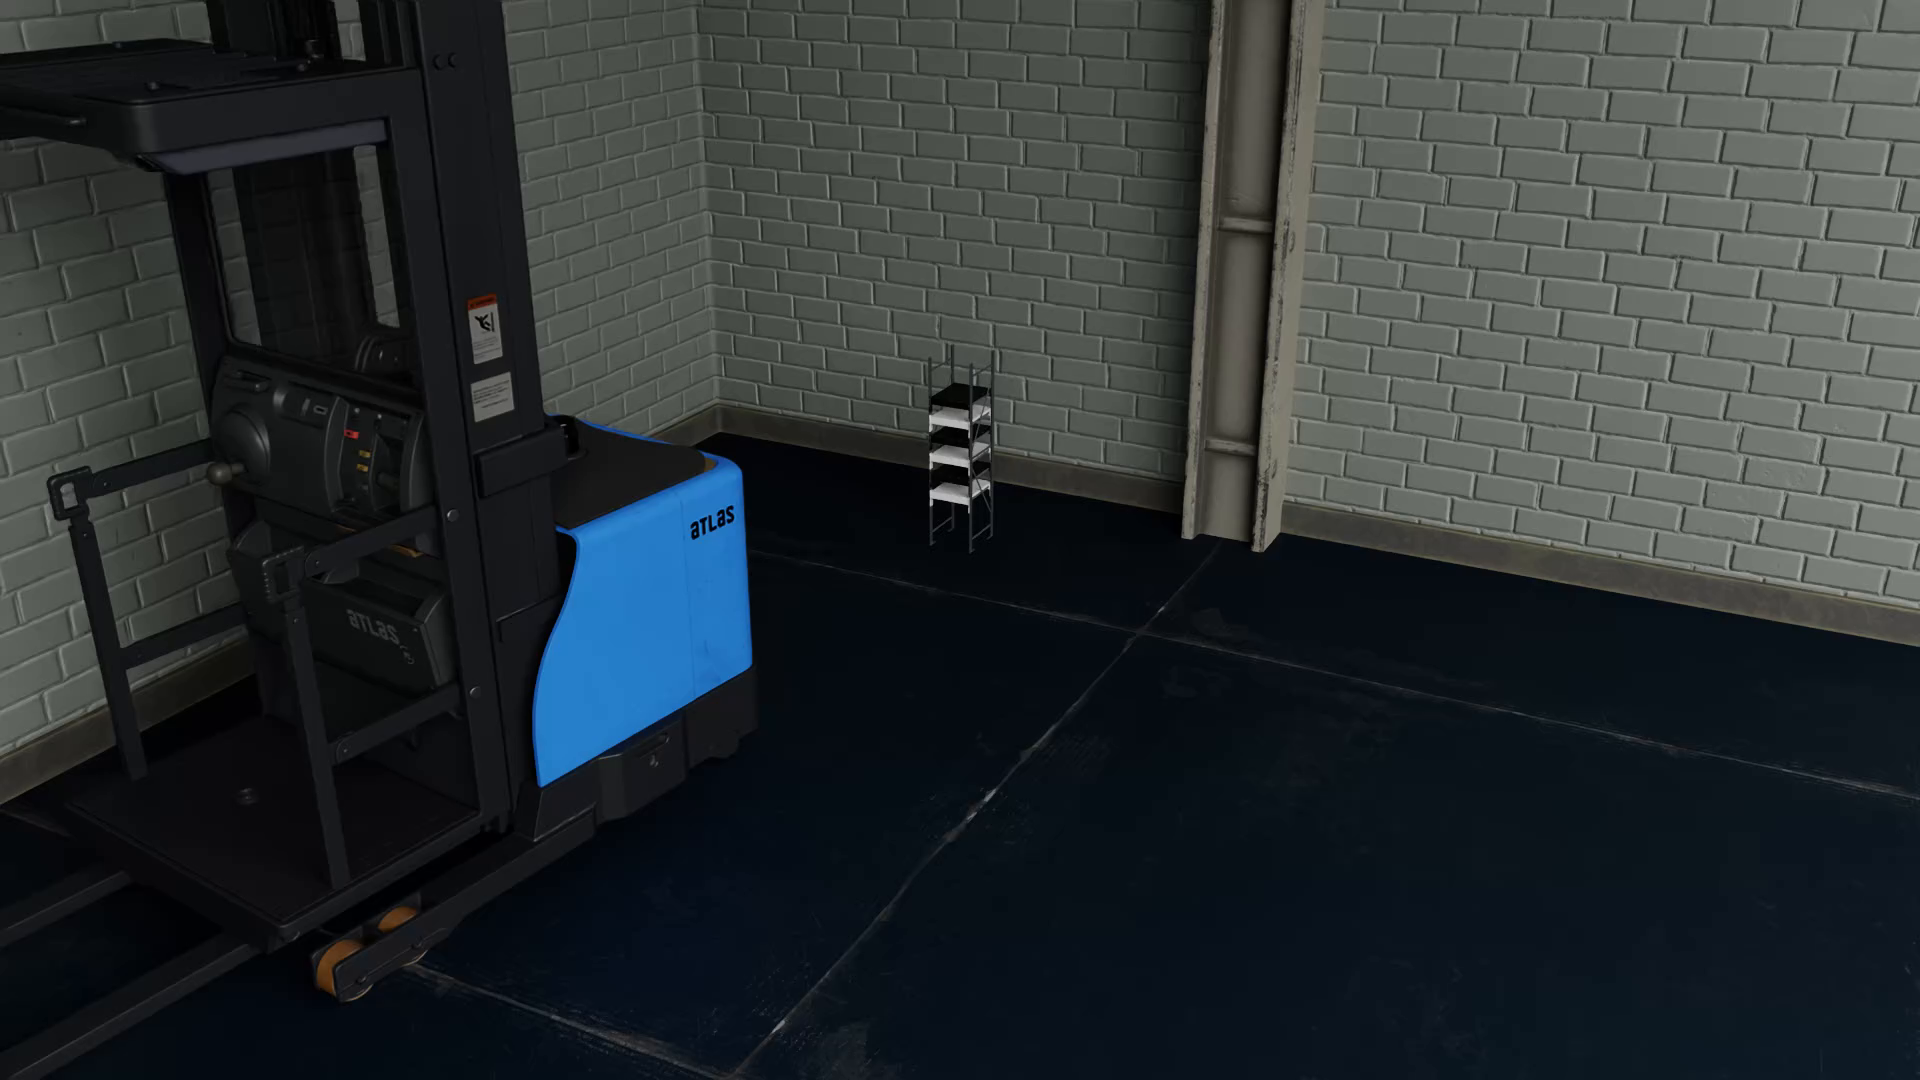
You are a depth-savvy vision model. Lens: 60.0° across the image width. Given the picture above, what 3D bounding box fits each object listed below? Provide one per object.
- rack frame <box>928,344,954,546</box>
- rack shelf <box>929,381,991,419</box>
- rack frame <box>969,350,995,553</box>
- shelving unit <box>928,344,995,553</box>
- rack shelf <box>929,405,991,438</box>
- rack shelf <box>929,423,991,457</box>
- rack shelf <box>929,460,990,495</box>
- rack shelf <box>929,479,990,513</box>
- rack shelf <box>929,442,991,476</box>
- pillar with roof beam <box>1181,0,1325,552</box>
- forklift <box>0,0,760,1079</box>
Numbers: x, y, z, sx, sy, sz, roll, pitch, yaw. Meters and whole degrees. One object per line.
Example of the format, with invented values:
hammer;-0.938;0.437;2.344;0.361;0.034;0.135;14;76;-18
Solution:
rack frame;-0.083;-0.431;7.613;0.006;0.900;0.240;11;25;25
rack shelf;0.007;-0.630;7.478;0.200;0.077;0.258;11;25;25
rack frame;0.098;-0.395;7.528;0.006;0.900;0.240;11;25;25
shelving unit;0.007;-0.413;7.571;0.210;0.900;0.258;11;25;25
rack shelf;0.007;-0.548;7.513;0.200;0.077;0.258;11;25;25
rack shelf;0.007;-0.465;7.548;0.200;0.077;0.258;11;25;25
rack shelf;0.007;-0.299;7.619;0.200;0.077;0.258;11;25;25
rack shelf;0.007;-0.216;7.654;0.200;0.077;0.258;11;25;25
rack shelf;0.007;-0.382;7.584;0.200;0.077;0.258;11;25;25
pillar with roof beam;-0.666;-2.668;2.526;0.400;9.000;9.100;11;25;25
forklift;-1.975;-0.263;4.623;1.130;2.935;3.031;15;27;32
